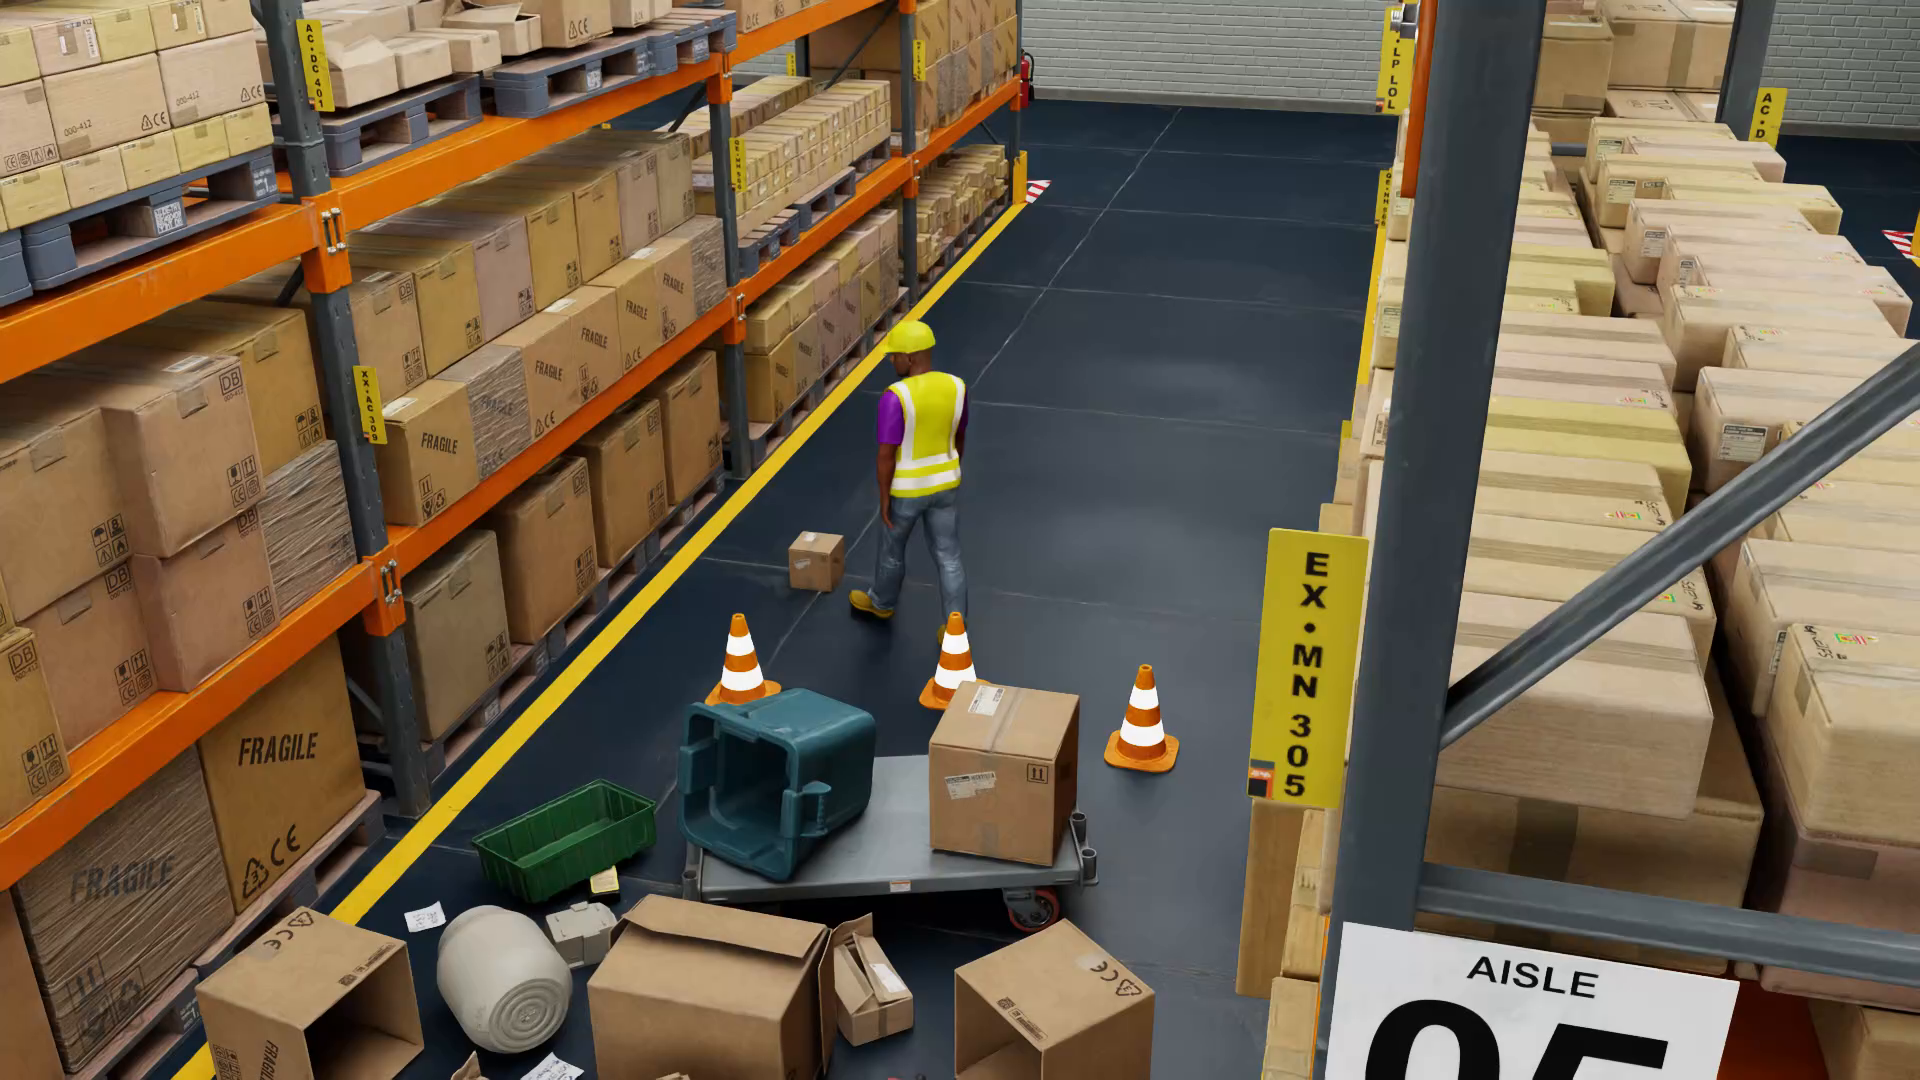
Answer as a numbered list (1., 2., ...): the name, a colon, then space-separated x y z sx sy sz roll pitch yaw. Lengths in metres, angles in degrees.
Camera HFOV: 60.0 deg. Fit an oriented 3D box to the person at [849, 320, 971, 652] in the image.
1. person: -0.223 -0.308 8.701 0.585 1.727 0.918 -13 28 -26
